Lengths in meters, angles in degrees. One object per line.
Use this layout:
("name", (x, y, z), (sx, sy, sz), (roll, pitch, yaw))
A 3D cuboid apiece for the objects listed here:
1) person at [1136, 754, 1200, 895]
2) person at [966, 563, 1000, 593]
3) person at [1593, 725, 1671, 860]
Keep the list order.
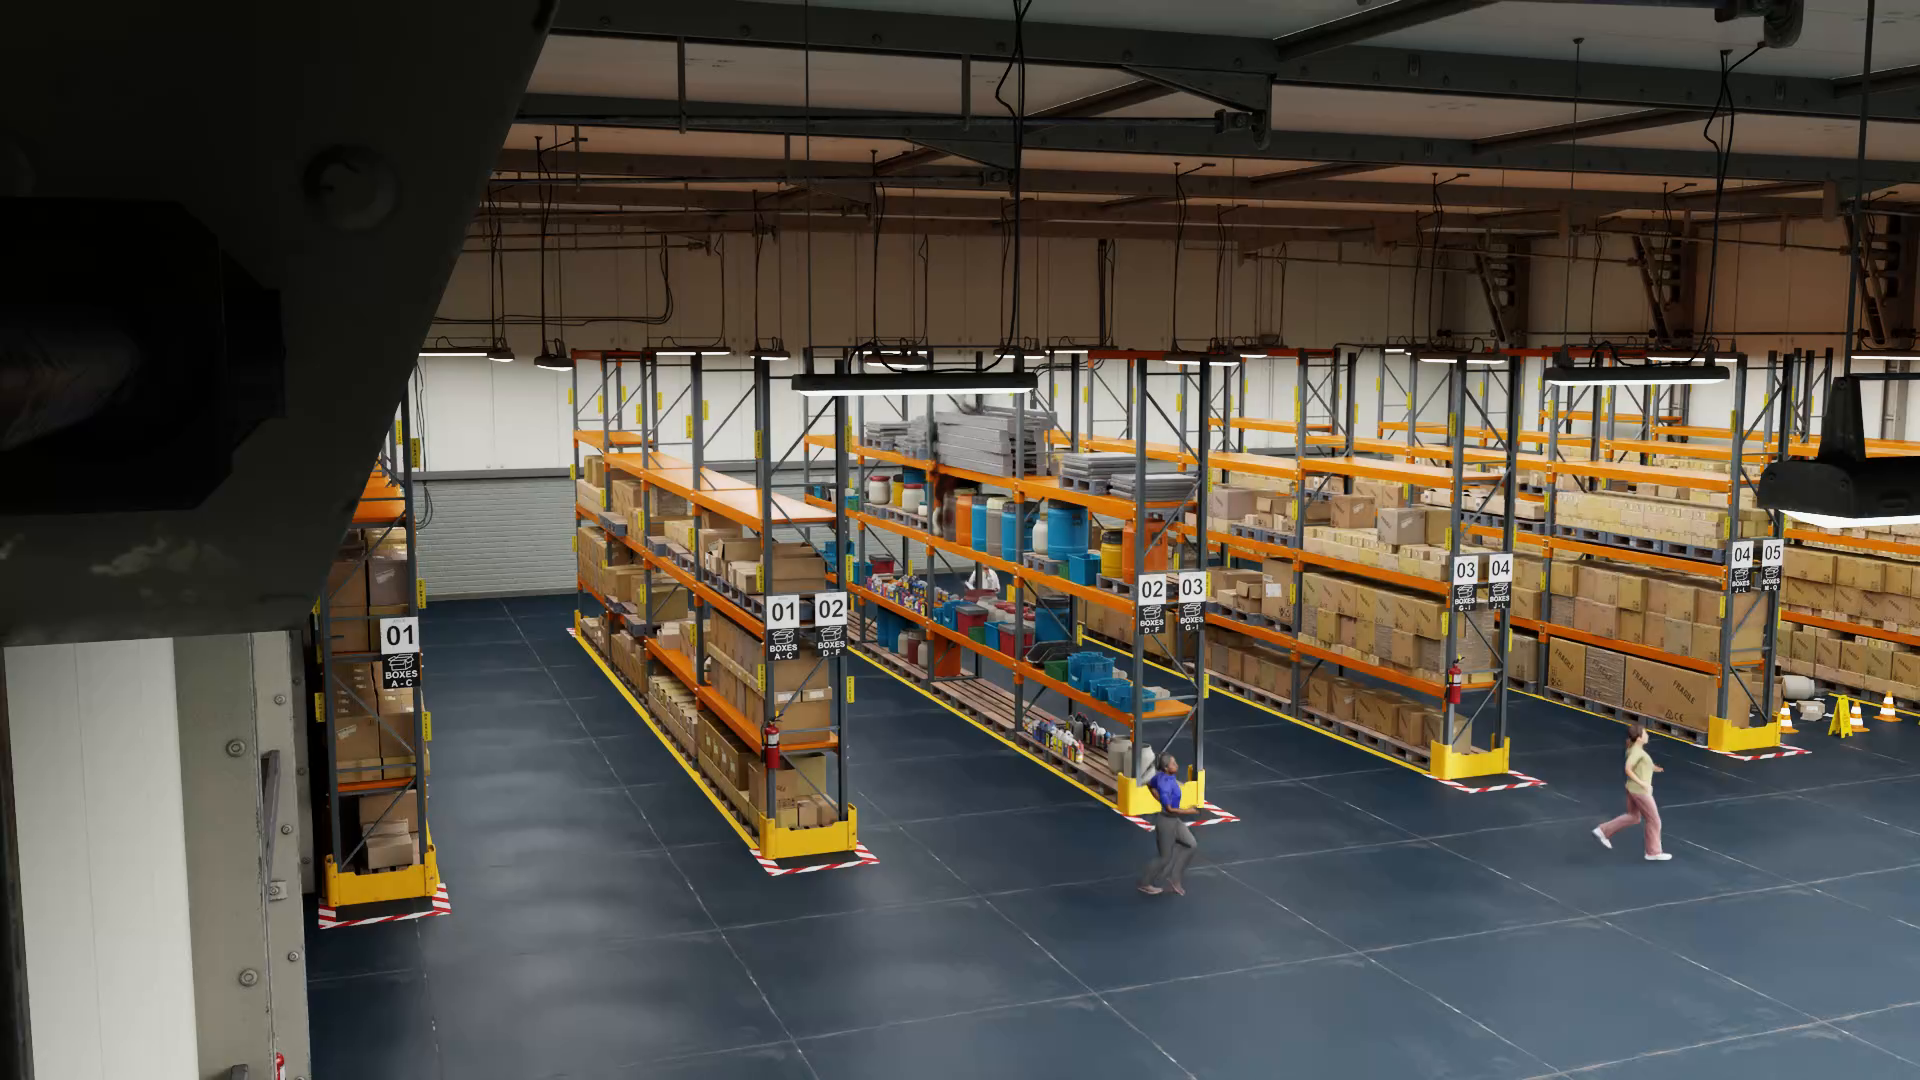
("person", (2.353, 3.215, 18.742), (0.702, 1.663, 0.582), (1, 7, 10))
("person", (0.511, 1.235, 34.061), (0.719, 1.743, 0.884), (-5, 8, -33))
("person", (8.127, 3.031, 20.003), (0.895, 1.636, 0.588), (1, 7, 8))
